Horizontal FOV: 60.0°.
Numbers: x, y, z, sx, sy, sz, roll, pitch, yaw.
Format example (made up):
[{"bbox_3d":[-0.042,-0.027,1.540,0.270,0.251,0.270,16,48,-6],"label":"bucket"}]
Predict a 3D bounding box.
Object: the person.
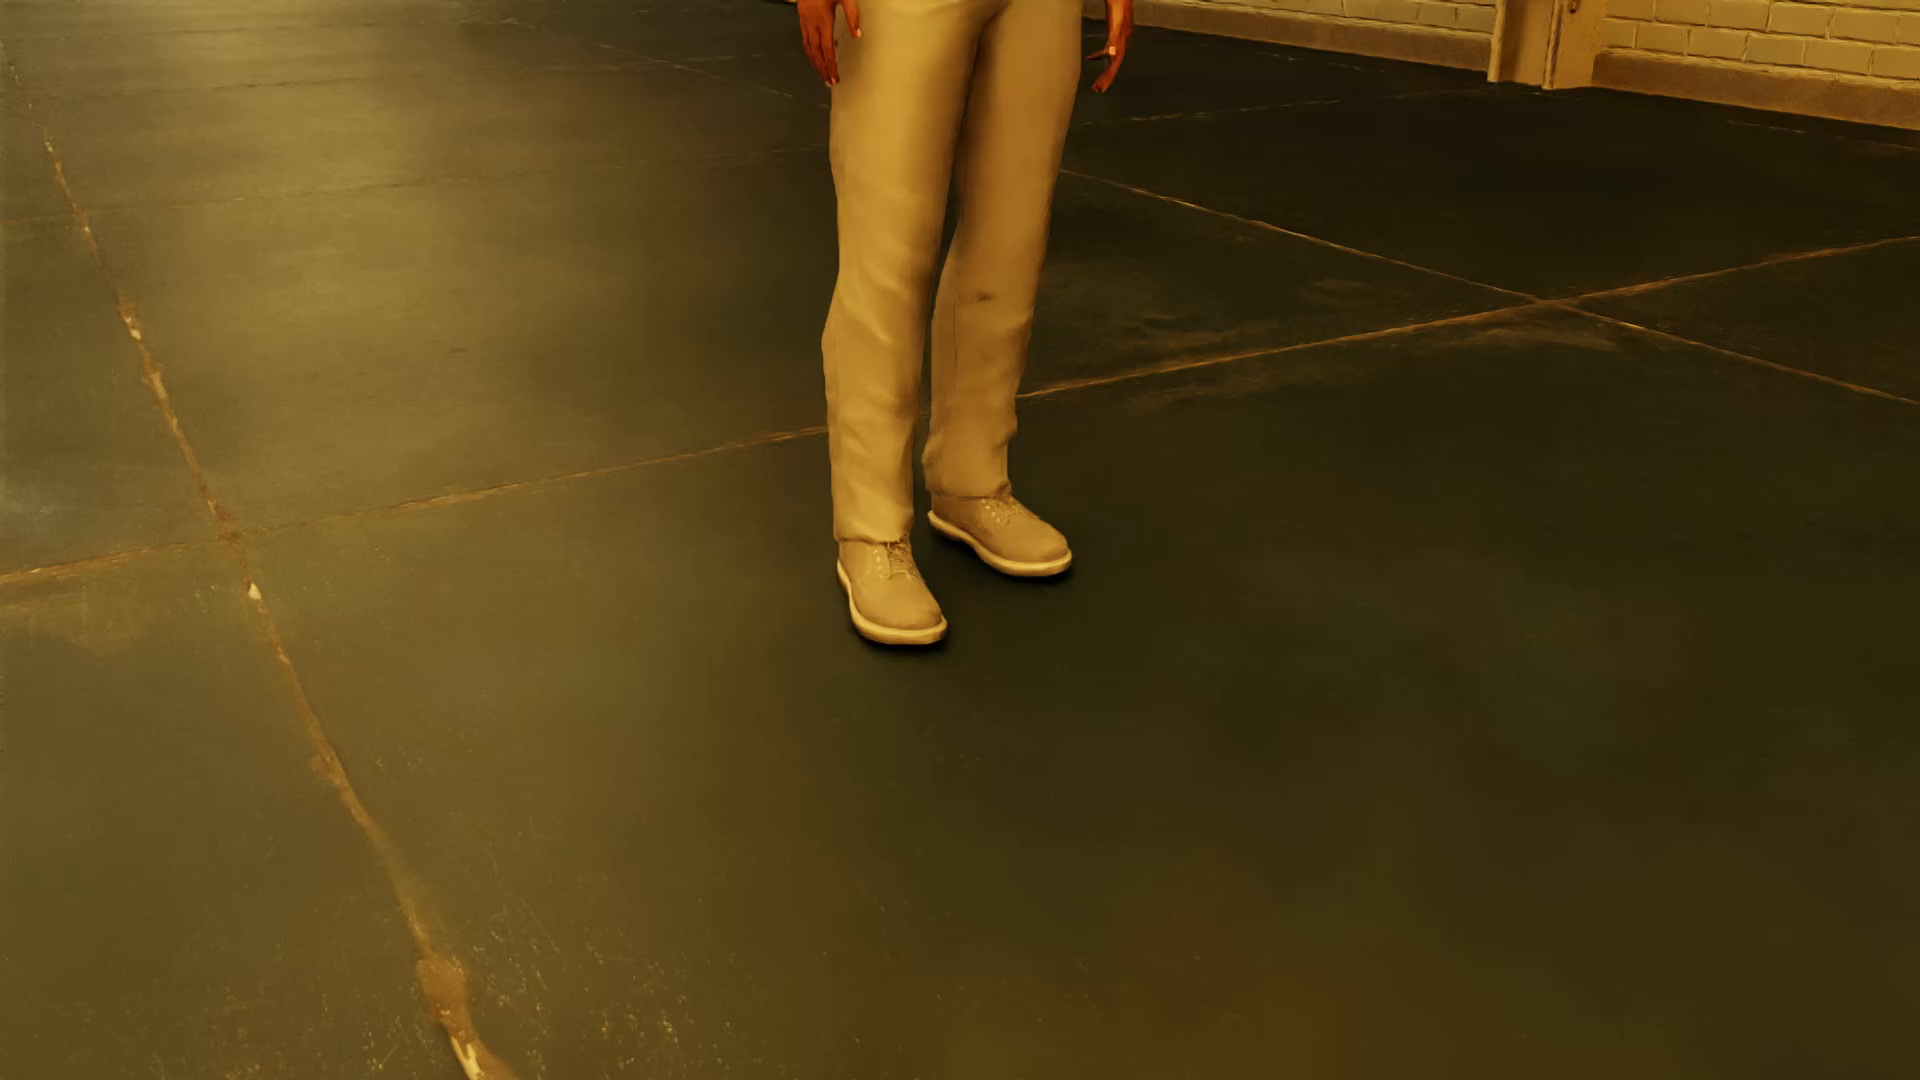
[{"bbox_3d":[0.021,-0.763,2.241,0.570,1.695,0.529,-12,25,-28],"label":"person"}]
